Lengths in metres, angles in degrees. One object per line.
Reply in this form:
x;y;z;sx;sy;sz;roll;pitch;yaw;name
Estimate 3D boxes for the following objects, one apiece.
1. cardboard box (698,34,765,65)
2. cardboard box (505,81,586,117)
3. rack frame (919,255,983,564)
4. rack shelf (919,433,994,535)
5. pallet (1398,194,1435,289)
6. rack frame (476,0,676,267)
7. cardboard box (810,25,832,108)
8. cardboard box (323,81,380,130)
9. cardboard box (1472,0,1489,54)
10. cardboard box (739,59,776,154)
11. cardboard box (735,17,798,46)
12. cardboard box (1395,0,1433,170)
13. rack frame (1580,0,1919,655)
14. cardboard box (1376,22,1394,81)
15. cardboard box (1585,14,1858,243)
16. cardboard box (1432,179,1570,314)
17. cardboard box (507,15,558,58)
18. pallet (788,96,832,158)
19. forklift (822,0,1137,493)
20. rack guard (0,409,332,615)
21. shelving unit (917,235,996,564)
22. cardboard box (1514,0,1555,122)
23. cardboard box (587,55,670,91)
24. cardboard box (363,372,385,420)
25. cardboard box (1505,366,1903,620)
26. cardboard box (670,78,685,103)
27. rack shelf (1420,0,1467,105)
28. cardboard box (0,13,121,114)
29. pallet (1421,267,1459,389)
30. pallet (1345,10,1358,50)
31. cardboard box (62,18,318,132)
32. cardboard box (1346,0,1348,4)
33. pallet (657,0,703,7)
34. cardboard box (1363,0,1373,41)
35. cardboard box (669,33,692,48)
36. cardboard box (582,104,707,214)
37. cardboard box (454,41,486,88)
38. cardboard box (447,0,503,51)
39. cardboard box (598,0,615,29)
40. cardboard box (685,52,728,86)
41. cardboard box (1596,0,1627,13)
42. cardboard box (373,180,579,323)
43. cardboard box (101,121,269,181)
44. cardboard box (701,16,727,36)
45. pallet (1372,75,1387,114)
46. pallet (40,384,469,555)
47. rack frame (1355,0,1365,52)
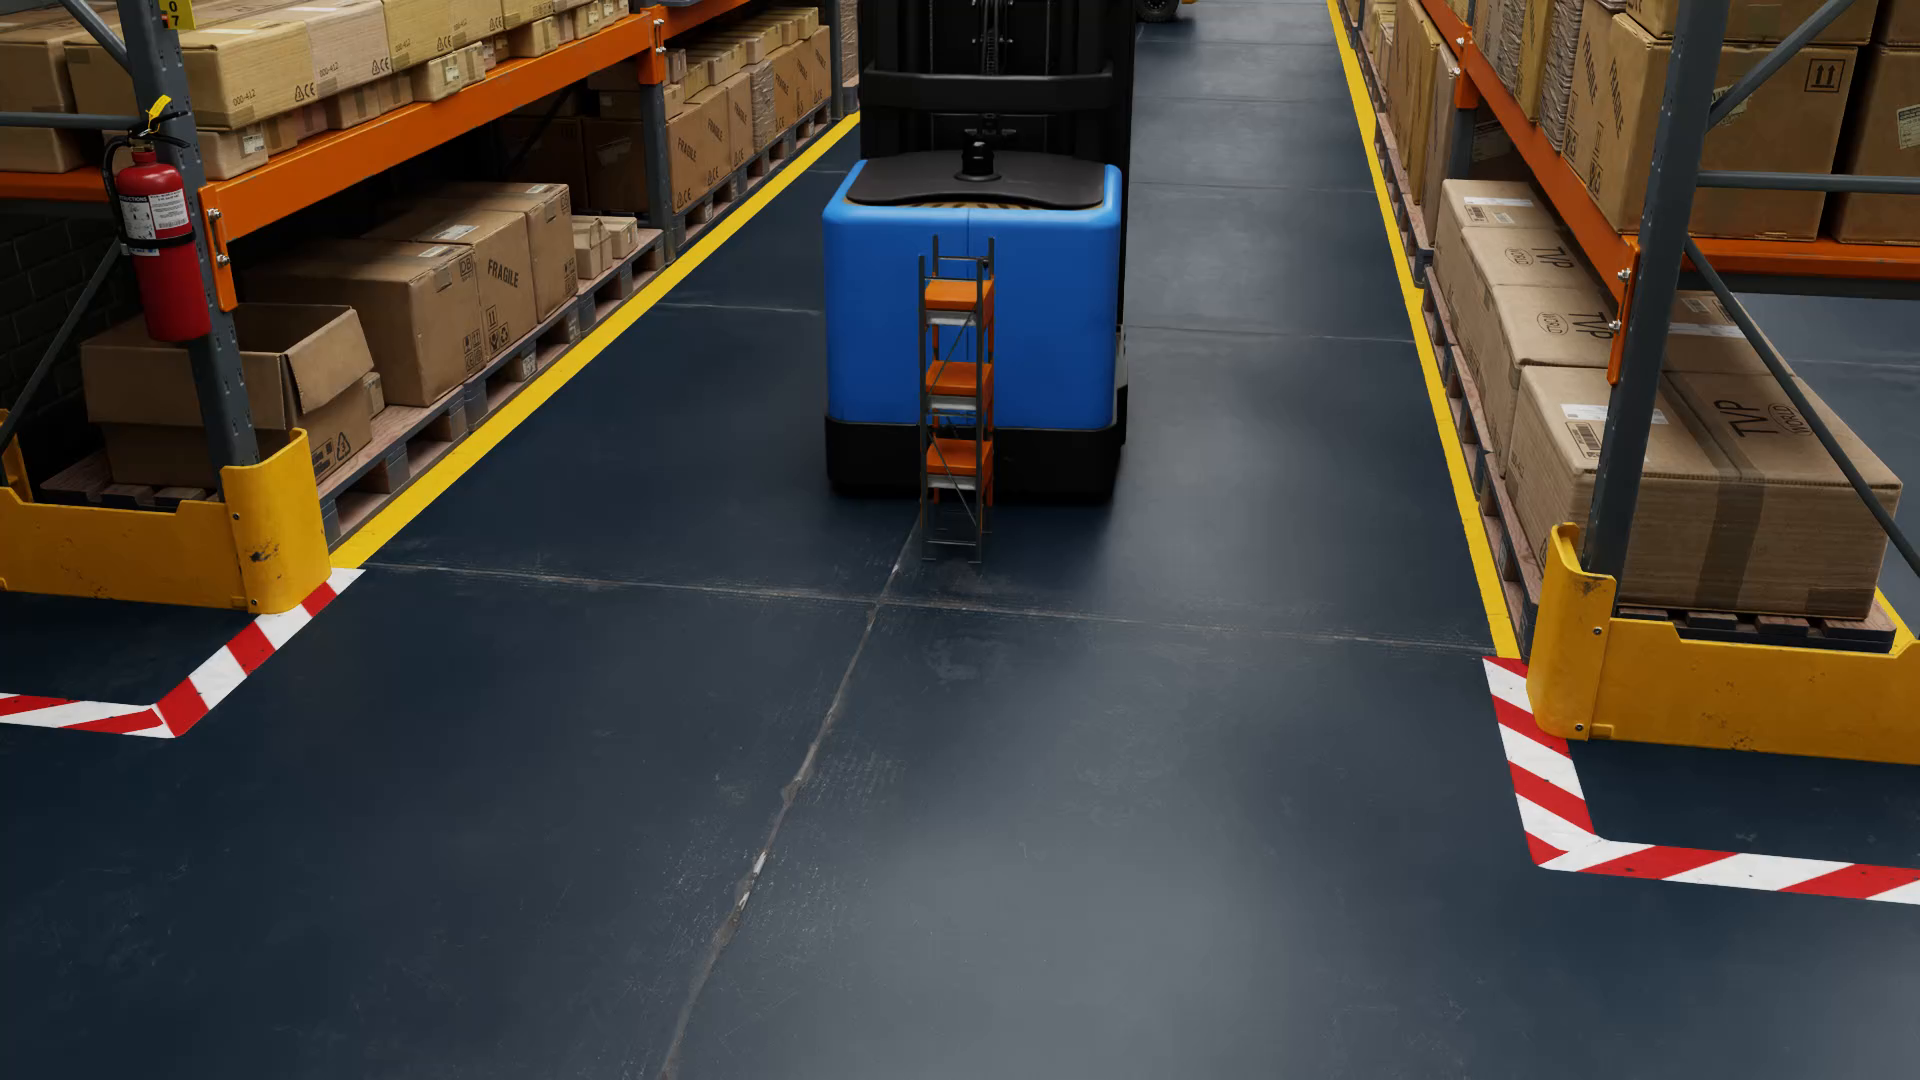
-1.455;-3.120;10.566;0.380;0.149;0.250;3;25;6;cardboard box
-2.258;-2.398;9.023;0.380;0.149;0.250;3;25;6;cardboard box
-0.029;-0.402;5.371;0.200;1.050;0.008;4;25;9;rack frame
-0.009;-0.192;5.602;0.215;0.259;0.240;4;25;9;rack shelf
2.916;-1.595;8.908;1.003;0.211;1.213;4;25;9;pallet
-2.033;-2.872;8.348;1.000;3.000;0.127;4;25;9;rack frame
-1.237;-3.412;11.953;0.500;0.500;0.500;5;26;10;cardboard box
-2.256;-1.527;5.771;0.380;0.149;0.250;5;26;10;cardboard box
2.529;-2.397;7.215;0.500;0.500;0.500;5;26;10;cardboard box
-1.478;-2.765;10.573;0.500;0.500;0.500;3;25;7;cardboard box
-1.311;-3.450;11.270;0.380;0.149;0.250;3;25;7;cardboard box
3.173;-2.775;10.151;0.875;0.875;0.875;4;25;9;cardboard box
2.211;-0.857;4.043;1.000;3.000;0.127;4;25;9;rack frame
3.733;-3.748;12.823;0.950;0.372;0.625;4;25;8;cardboard box
2.028;-1.122;4.492;0.500;0.500;0.500;4;25;9;cardboard box
2.656;-1.305;7.526;0.875;0.438;0.875;4;25;8;cardboard box
-1.960;-2.170;7.145;0.380;0.149;0.250;4;25;8;cardboard box
-1.539;-2.973;11.852;1.003;0.211;1.213;4;25;9;pallet
0.166;-2.084;6.744;1.130;2.935;3.031;2;25;5;forklift
-2.675;-0.099;5.372;1.175;0.500;0.348;4;25;9;rack guard
-0.009;-0.453;5.480;0.215;1.050;0.252;4;25;9;shelving unit
2.271;-1.764;5.862;0.500;0.500;0.500;5;26;10;cardboard box
-1.772;-2.495;8.879;0.380;0.149;0.250;4;25;8;cardboard box
-2.386;-0.523;6.196;0.380;0.149;0.250;3;25;6;cardboard box
2.220;-0.170;5.101;0.875;0.438;0.875;3;25;7;cardboard box
-1.743;-2.477;9.191;0.380;0.149;0.250;3;25;7;cardboard box
3.191;-3.041;9.556;1.077;0.370;4.000;4;25;9;rack shelf
-2.874;-1.477;5.193;0.500;0.250;0.500;5;26;10;cardboard box
2.663;-0.954;7.540;1.003;0.211;1.213;4;25;9;pallet
4.247;-4.896;15.961;1.003;0.211;1.213;4;25;9;pallet
-2.347;-1.437;5.108;0.500;0.250;0.500;4;25;9;cardboard box
4.168;-5.522;16.758;0.500;0.250;0.500;4;25;9;cardboard box
-1.795;-3.112;9.087;1.003;0.211;1.213;4;25;9;pallet
4.088;-4.656;14.764;0.950;0.372;0.625;4;25;9;cardboard box
-1.931;-3.156;10.642;0.380;0.149;0.250;4;25;9;cardboard box
-1.732;-2.117;9.188;0.500;0.500;0.500;5;26;11;cardboard box
-2.080;-1.851;6.462;0.380;0.149;0.250;5;25;10;cardboard box
-2.123;-2.076;6.472;0.500;0.250;0.500;3;25;7;cardboard box
-1.857;-2.497;7.843;0.380;0.149;0.250;5;25;10;cardboard box
-1.603;-2.803;9.887;0.380;0.149;0.250;4;25;8;cardboard box
2.111;-1.794;4.747;0.500;0.500;0.500;4;25;9;cardboard box
-2.146;-1.296;7.433;0.700;0.500;0.500;3;25;7;cardboard box
-2.363;-1.204;5.080;0.380;0.149;0.250;4;25;8;cardboard box
-1.804;-3.482;11.338;0.380;0.149;0.250;4;25;9;cardboard box
3.647;-3.267;12.480;1.003;0.211;1.213;4;25;9;pallet
-2.545;-0.302;6.146;1.003;0.211;1.213;4;25;9;pallet
4.172;-5.876;14.765;1.000;3.000;0.127;4;25;9;rack frame
